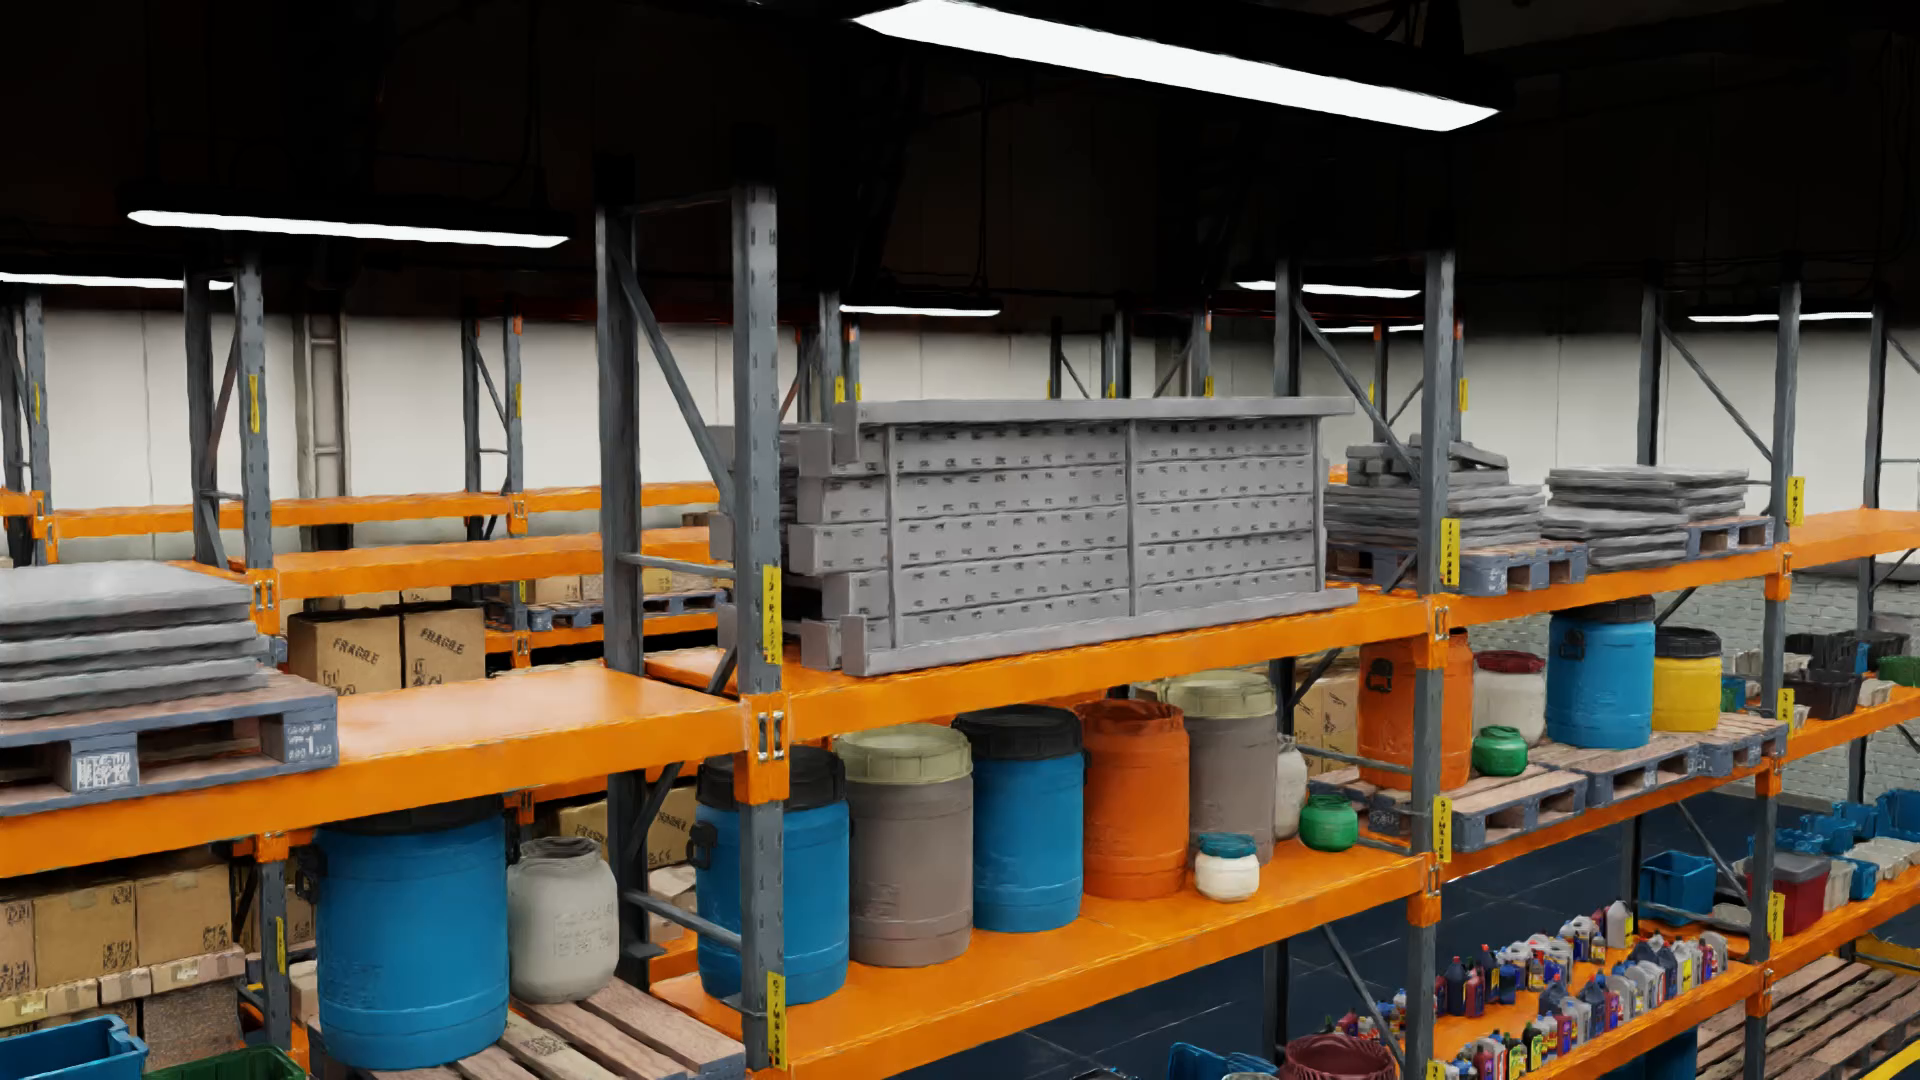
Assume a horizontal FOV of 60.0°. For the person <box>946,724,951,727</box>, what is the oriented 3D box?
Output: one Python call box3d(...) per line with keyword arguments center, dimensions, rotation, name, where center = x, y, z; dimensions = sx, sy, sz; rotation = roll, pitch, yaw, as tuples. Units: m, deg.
box3d(center=(0.033, 2.715, 17.338), dimensions=(0.997, 1.613, 0.500), rotation=(-5, 7, -42), name="person")
